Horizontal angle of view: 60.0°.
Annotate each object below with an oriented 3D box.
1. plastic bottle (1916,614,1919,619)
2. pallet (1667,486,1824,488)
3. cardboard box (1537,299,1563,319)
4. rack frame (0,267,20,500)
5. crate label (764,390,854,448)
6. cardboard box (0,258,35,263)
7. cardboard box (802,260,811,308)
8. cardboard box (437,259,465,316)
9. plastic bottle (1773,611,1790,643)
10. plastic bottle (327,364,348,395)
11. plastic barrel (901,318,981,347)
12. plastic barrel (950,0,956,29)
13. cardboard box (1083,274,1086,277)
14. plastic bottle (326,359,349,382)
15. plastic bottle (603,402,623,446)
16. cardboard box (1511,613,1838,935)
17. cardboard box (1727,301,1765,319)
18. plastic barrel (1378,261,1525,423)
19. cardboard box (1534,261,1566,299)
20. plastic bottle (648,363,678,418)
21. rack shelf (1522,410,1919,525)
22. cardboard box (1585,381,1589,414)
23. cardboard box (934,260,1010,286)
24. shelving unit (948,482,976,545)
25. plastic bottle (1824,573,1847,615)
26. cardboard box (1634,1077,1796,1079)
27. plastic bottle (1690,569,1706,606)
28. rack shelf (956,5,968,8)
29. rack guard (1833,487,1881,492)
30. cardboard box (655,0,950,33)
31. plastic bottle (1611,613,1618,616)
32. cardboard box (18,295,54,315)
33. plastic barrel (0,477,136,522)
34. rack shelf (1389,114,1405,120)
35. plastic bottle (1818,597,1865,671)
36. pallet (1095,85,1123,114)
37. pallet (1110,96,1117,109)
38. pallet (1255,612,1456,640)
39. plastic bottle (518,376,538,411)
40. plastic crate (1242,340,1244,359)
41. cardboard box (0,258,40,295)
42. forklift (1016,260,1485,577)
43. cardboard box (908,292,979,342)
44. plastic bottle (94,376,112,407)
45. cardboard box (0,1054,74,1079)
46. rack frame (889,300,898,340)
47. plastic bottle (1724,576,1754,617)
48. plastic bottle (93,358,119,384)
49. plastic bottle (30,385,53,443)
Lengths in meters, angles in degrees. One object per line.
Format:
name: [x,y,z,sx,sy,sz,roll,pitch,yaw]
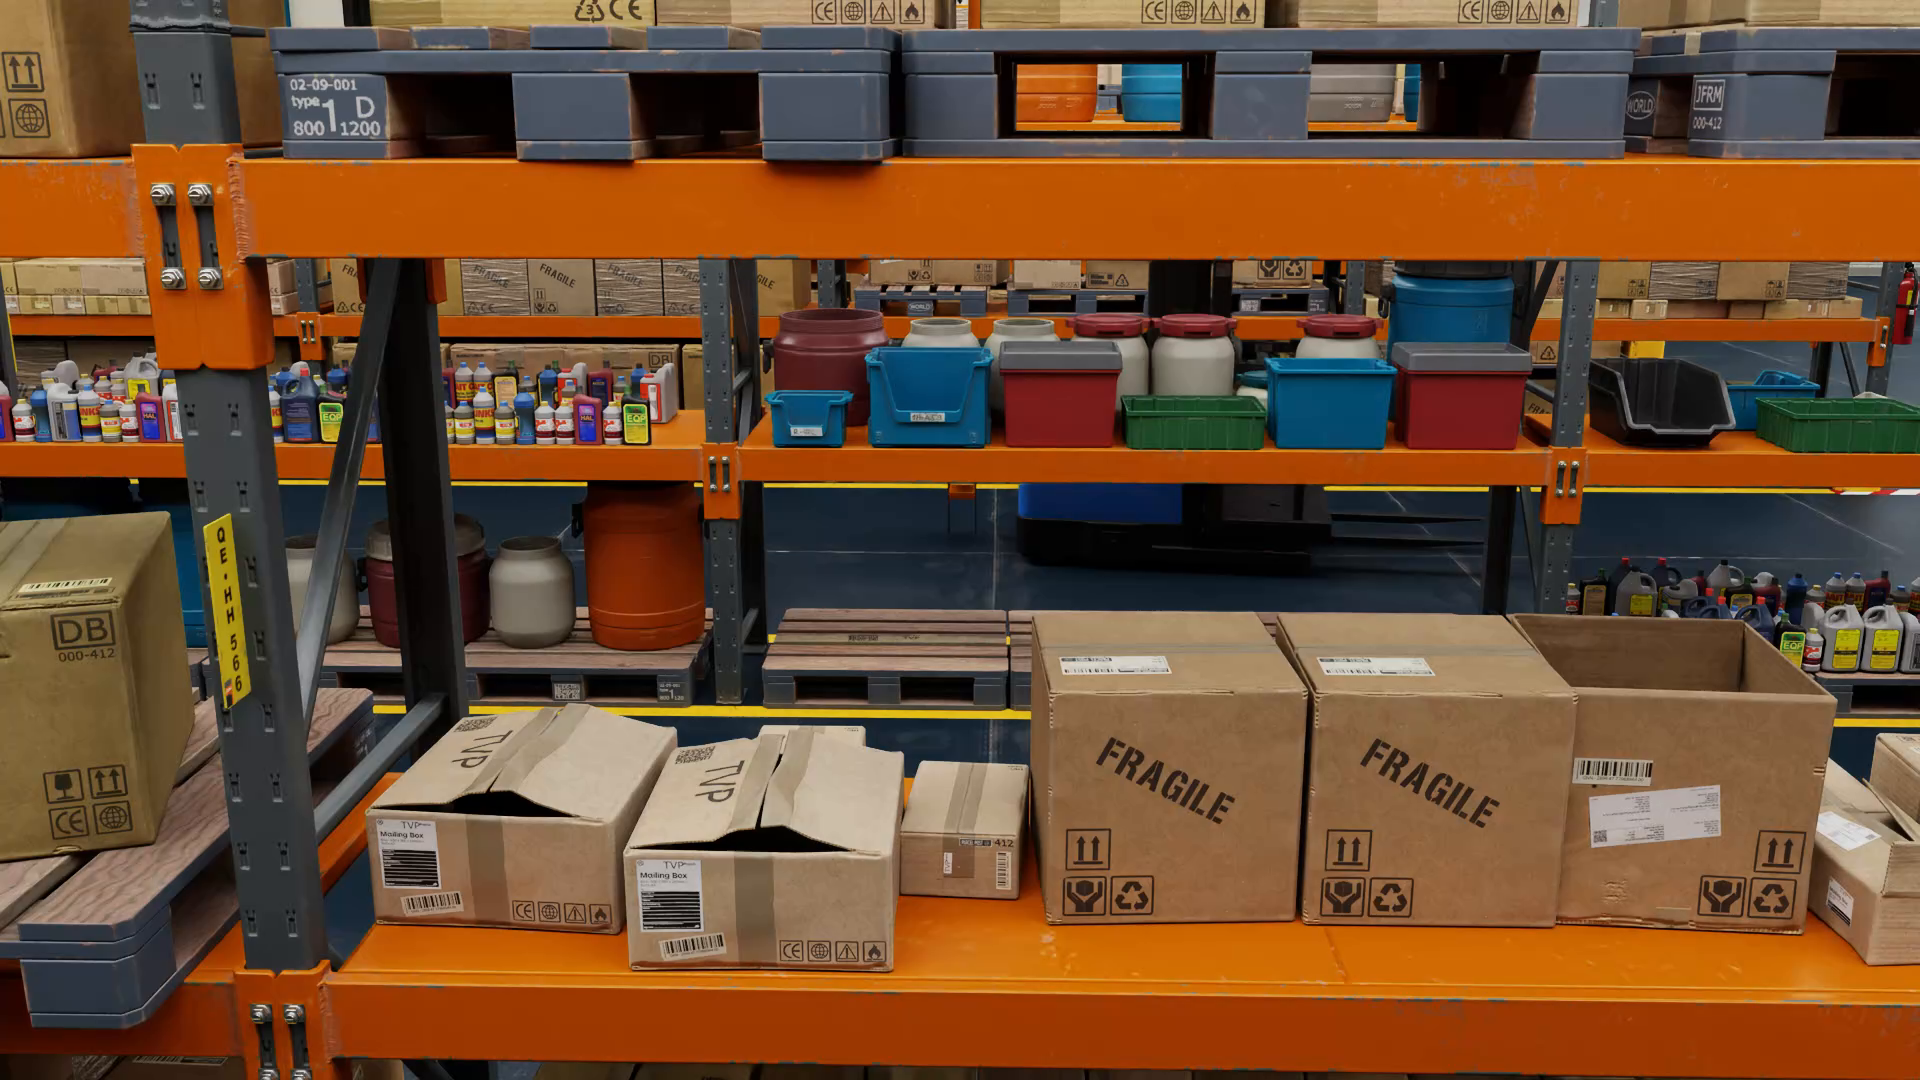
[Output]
plastic bottle: [4.769,0.460,8.180,0.133,0.283,0.061,0,15,1]
pallet: [6.105,-0.635,13.332,1.213,0.211,1.003,0,15,1]
cardboard box: [4.451,-1.793,12.748,0.250,0.149,0.380,0,15,1]
rack frame: [-5.130,-0.783,8.429,0.127,3.000,1.000,0,15,1]
crate label: [-0.720,-0.578,7.979,0.416,0.233,0.303,0,15,1]
cardboard box: [-7.512,-2.429,12.908,0.500,0.500,0.500,0,15,0]
cardboard box: [-1.484,-2.141,13.380,0.500,0.500,0.500,1,15,3]
cardboard box: [-4.048,-2.025,12.939,0.500,0.500,0.500,0,15,2]
plastic bottle: [4.000,0.479,8.130,0.097,0.271,0.097,0,15,0]
plastic bottle: [-3.244,-0.783,8.679,0.097,0.271,0.097,0,15,0]
plastic barrel: [-0.098,-0.859,8.497,0.421,0.512,0.421,0,15,0]
plastic barrel: [-0.316,-2.389,7.653,0.600,0.901,0.600,0,15,0]
cardboard box: [2.003,-3.461,22.904,0.625,0.372,0.950,1,15,5]
plastic bottle: [-3.260,-0.809,8.754,0.133,0.283,0.061,0,15,1]
plastic bottle: [-1.662,-0.560,7.973,0.097,0.201,0.097,0,15,0]
cardboard box: [1.443,0.471,3.478,0.500,0.500,0.500,1,15,5]
cardboard box: [5.951,-1.792,12.744,0.250,0.149,0.380,0,15,1]
plastic barrel: [2.489,-1.053,8.470,0.708,0.901,0.600,0,15,1]
cardboard box: [4.443,-2.178,12.936,0.500,0.500,0.875,0,15,1]
plastic bottle: [-1.556,-0.782,8.669,0.135,0.276,0.152,0,15,1]
rack shelf: [4.866,-0.370,8.273,4.000,0.370,1.077,0,15,1]
cardboard box: [5.145,-0.975,13.232,0.500,0.500,0.500,2,15,7]
cardboard box: [0.096,-2.300,13.159,0.500,0.500,0.700,3,15,10]
shelving unit: [0.014,-0.580,11.187,0.189,1.200,0.258,0,15,1]
plastic bottle: [4.619,0.307,8.781,0.097,0.271,0.097,0,15,0]
cardboard box: [1.830,1.317,3.937,0.500,0.311,0.500,0,15,1]
plastic bottle: [3.874,0.292,8.816,0.133,0.283,0.061,1,15,5]
rack shelf: [1.247,-6.894,22.024,4.000,0.370,1.077,0,15,1]
rack guard: [6.916,-0.760,13.241,0.348,0.500,1.175,0,15,1]
cardboard box: [-0.282,-1.087,3.173,0.500,0.250,0.500,1,15,3]
plastic bottle: [3.174,0.489,8.091,0.097,0.271,0.097,0,15,0]
cardboard box: [-7.118,-1.855,12.983,0.250,0.149,0.380,0,15,0]
plastic barrel: [-4.587,0.036,8.613,0.708,0.901,0.600,0,15,1]
rack shelf: [4.993,-3.084,12.678,4.000,0.370,1.077,0,15,1]
plastic bottle: [4.277,0.452,8.077,0.185,0.351,0.144,0,15,1]
pallet: [1.342,-3.391,12.801,1.003,0.211,1.213,0,15,1]
pallet: [1.595,-5.918,22.380,1.003,0.211,1.213,0,15,1]
pallet: [2.081,0.622,8.569,1.213,0.211,1.003,0,15,1]
plastic bottle: [-2.267,-0.758,8.722,0.097,0.201,0.097,0,15,0]
plastic crate: [3.428,-2.260,19.424,0.662,0.188,0.450,9,27,30]
cardboard box: [-7.508,-2.066,13.001,0.500,0.250,0.500,0,15,0]
forklift: [1.926,-1.329,10.632,3.031,2.935,1.130,2,15,8]
cardboard box: [-0.171,-2.373,18.041,0.750,0.750,1.050,0,15,1]
plastic bottle: [-4.480,-0.757,8.718,0.097,0.201,0.097,0,15,0]
cardboard box: [-2.259,1.194,3.503,0.500,0.250,0.500,1,15,4]
rack frame: [-0.778,-3.284,17.909,0.127,3.000,1.000,0,15,1]
plastic bottle: [4.056,0.330,8.672,0.133,0.283,0.061,0,15,1]
plastic bottle: [-4.496,-0.817,8.785,0.133,0.283,0.061,0,15,1]
plastic bottle: [-4.428,-0.612,8.033,0.097,0.271,0.097,0,15,0]
